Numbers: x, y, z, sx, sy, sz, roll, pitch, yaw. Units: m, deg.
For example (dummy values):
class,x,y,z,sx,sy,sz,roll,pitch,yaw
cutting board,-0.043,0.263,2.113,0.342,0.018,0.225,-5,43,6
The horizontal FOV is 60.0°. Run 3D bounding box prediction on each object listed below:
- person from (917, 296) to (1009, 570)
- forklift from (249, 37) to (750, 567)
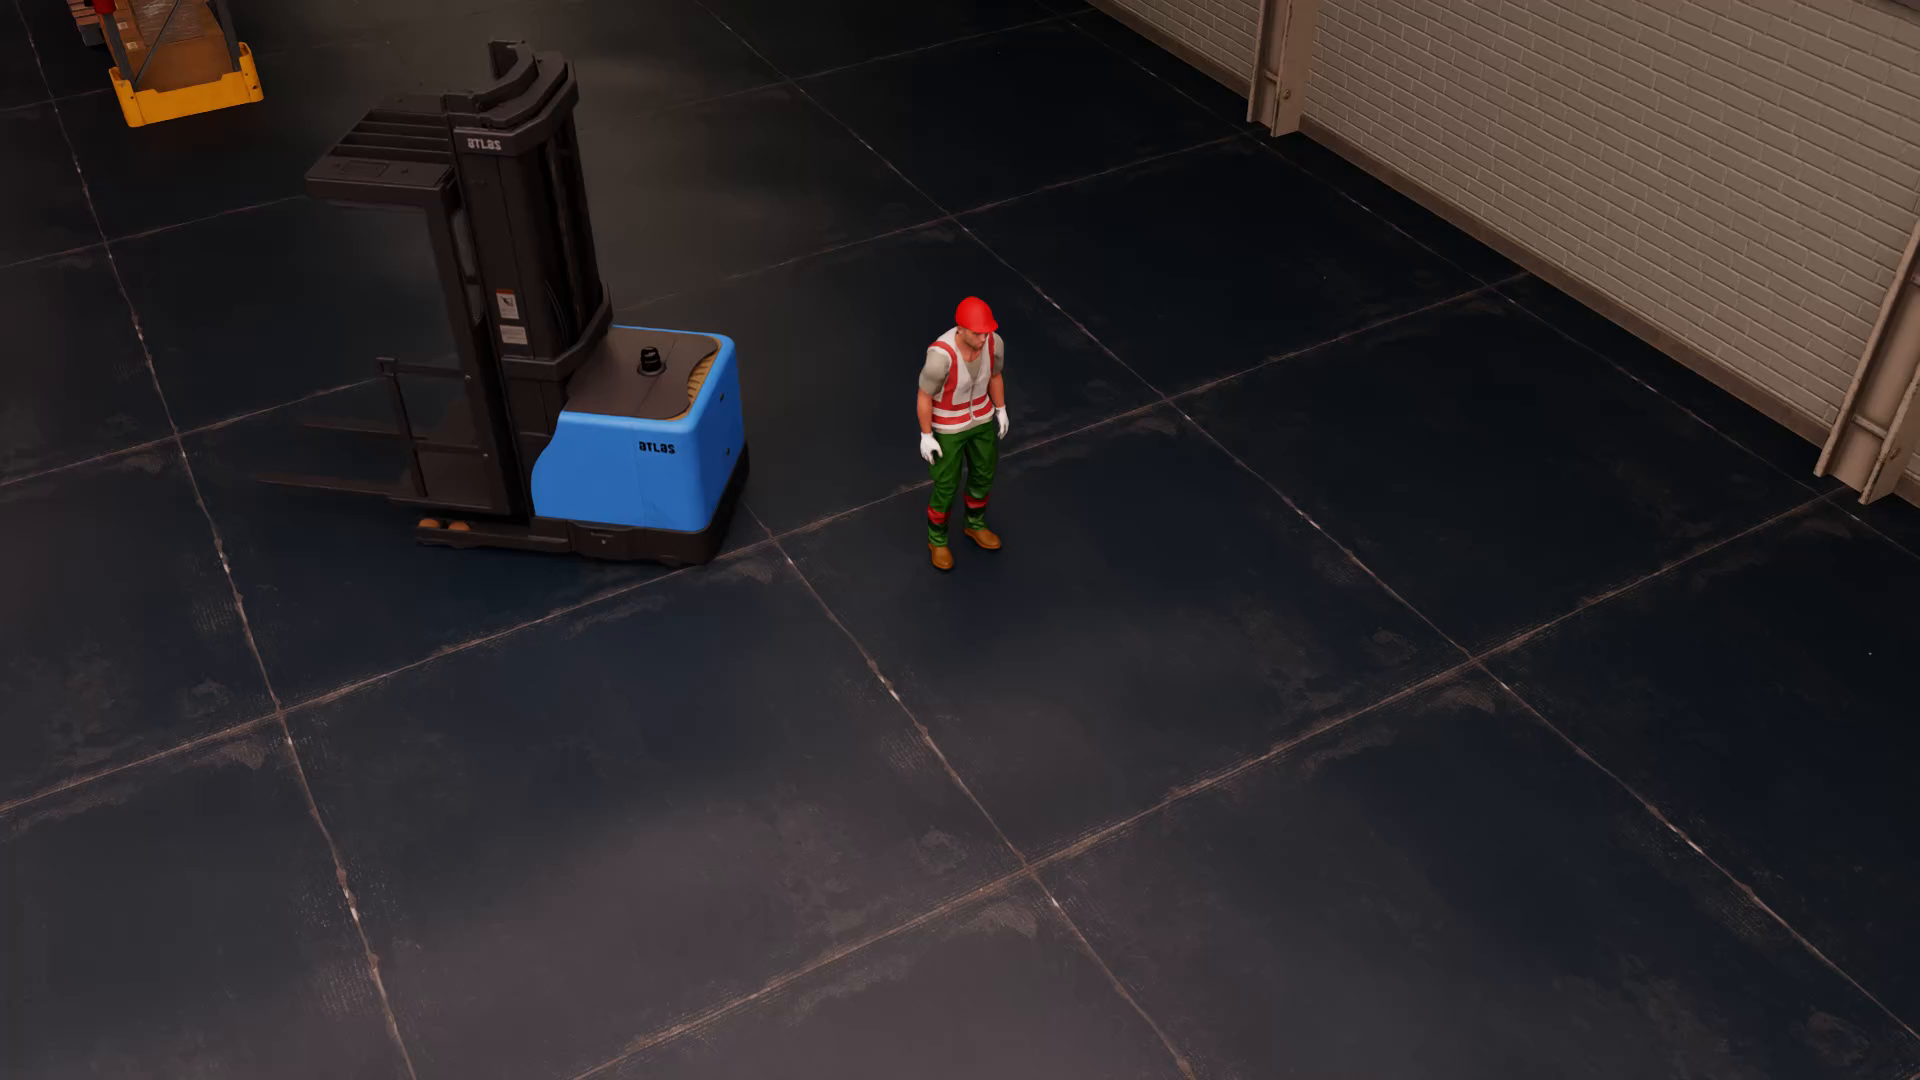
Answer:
class,x,y,z,sx,sy,sz,roll,pitch,yaw
person,0.029,-0.661,9.739,0.608,1.778,0.450,-22,44,-24
forklift,-2.922,-1.402,9.727,3.031,2.935,1.130,6,40,7
